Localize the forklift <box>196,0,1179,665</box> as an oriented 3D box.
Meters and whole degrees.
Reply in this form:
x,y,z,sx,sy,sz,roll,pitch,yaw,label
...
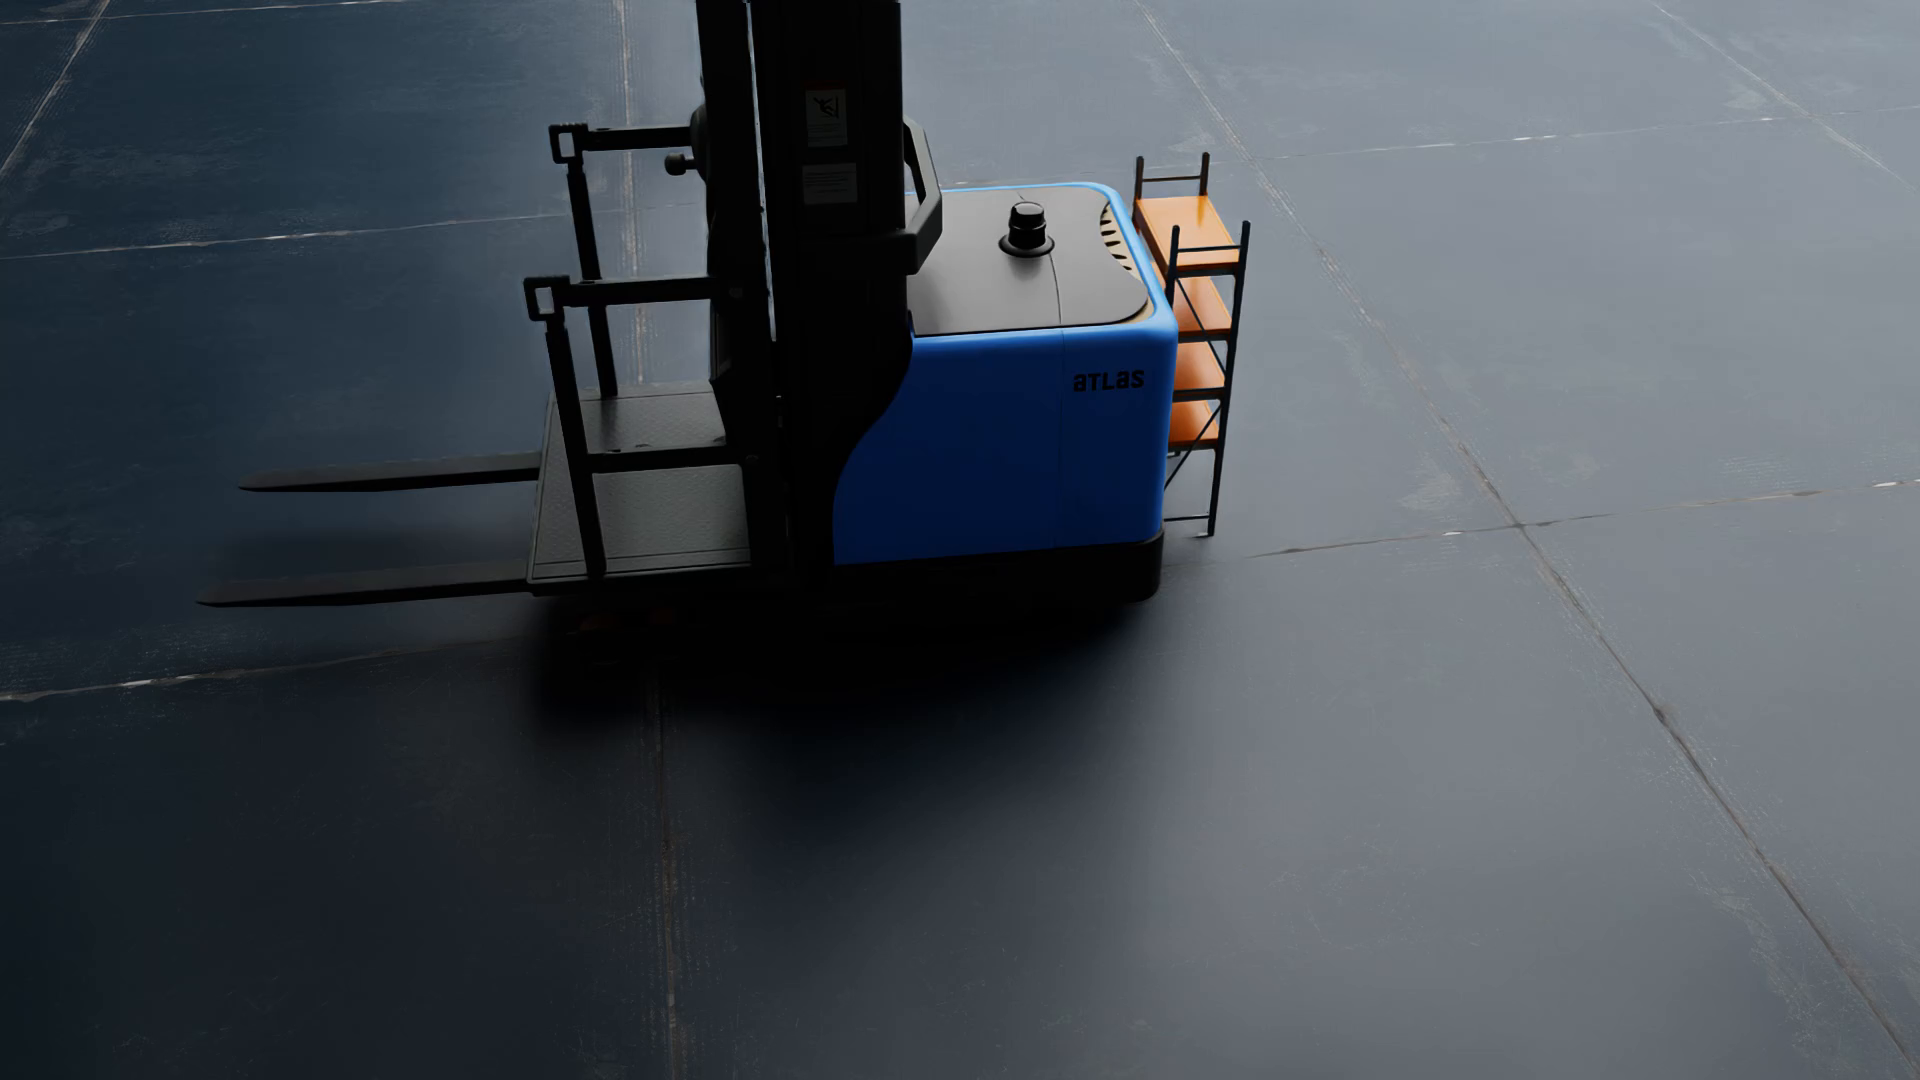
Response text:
x,y,z,sx,sy,sz,roll,pitch,yaw,label
-0.902,-1.108,4.787,3.031,2.935,1.130,-4,38,-6,forklift

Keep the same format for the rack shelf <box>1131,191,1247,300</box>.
x,y,z,sx,sy,sz,roll,pitch,yaw,label
0.727,-0.940,5.342,0.258,0.148,0.480,-5,38,-6,rack shelf

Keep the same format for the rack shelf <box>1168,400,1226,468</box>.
x,y,z,sx,sy,sz,roll,pitch,yaw,label
0.727,-0.420,5.746,0.258,0.148,0.480,-5,38,-6,rack shelf

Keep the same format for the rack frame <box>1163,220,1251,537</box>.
x,y,z,sx,sy,sz,roll,pitch,yaw,label
0.760,-0.482,5.392,0.240,1.200,0.015,-5,38,-6,rack frame

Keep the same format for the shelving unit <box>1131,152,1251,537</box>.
x,y,z,sx,sy,sz,roll,pitch,yaw,label
0.727,-0.630,5.583,0.258,1.200,0.503,-5,38,-6,shelving unit

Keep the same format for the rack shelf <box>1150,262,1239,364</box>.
x,y,z,sx,sy,sz,roll,pitch,yaw,label
0.727,-0.754,5.487,0.258,0.148,0.480,-5,38,-6,rack shelf

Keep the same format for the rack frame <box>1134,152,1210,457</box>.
x,y,z,sx,sy,sz,roll,pitch,yaw,label
0.694,-0.778,5.774,0.240,1.200,0.015,-5,38,-6,rack frame

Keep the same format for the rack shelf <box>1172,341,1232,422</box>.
x,y,z,sx,sy,sz,roll,pitch,yaw,label
0.727,-0.577,5.624,0.258,0.148,0.480,-5,38,-6,rack shelf
